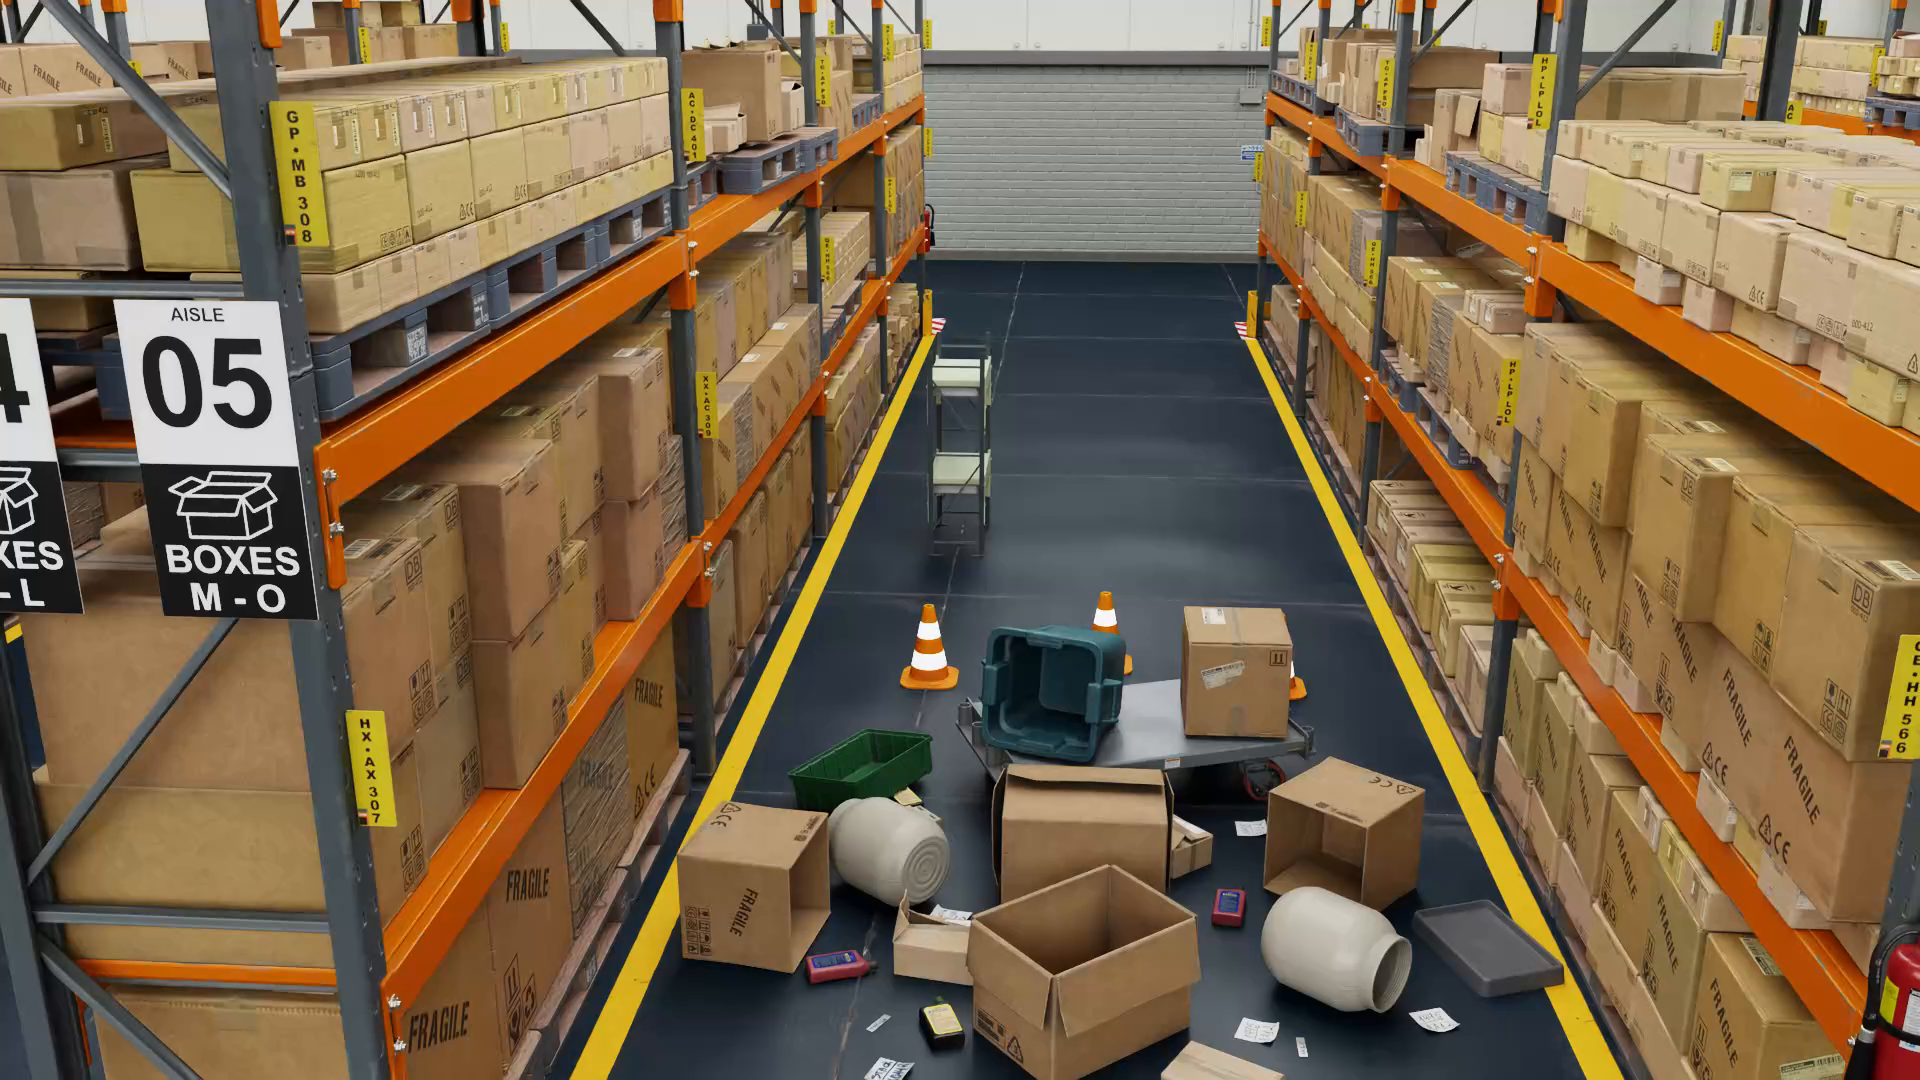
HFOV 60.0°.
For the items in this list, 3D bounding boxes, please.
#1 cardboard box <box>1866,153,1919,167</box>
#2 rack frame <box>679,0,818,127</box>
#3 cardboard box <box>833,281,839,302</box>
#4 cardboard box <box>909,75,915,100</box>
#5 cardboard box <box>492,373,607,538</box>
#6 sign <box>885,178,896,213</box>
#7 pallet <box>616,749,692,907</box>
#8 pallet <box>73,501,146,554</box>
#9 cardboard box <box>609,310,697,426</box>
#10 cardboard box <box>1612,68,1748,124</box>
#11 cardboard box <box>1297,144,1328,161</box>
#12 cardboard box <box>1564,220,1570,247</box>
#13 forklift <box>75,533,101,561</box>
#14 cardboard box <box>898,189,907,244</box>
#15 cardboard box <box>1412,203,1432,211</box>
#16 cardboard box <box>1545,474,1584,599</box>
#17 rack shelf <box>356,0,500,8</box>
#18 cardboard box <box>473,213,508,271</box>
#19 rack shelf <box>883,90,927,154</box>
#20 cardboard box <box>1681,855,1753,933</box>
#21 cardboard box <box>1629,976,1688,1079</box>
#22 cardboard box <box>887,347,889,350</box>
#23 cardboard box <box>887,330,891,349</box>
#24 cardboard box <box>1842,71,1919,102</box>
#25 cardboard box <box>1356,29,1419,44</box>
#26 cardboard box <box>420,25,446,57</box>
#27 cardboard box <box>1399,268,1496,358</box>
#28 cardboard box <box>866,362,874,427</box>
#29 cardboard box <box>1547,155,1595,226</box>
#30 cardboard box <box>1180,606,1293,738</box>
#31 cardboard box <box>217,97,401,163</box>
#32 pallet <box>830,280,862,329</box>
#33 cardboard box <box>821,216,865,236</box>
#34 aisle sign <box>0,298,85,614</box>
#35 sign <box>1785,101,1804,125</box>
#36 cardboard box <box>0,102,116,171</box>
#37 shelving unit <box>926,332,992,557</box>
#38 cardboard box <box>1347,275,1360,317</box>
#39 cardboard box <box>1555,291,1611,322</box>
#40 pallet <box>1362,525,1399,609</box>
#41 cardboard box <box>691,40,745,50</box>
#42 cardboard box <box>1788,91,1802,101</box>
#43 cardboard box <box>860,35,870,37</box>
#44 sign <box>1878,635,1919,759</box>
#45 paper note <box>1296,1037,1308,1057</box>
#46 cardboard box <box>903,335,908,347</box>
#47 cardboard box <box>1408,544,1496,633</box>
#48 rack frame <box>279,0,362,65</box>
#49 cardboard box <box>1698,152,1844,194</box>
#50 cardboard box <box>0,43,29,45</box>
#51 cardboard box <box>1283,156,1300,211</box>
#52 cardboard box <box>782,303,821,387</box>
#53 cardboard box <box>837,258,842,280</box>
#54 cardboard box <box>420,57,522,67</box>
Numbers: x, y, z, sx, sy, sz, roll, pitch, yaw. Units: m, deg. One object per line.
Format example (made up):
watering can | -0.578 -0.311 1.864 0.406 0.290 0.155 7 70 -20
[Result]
cardboard box | 3.341 -1.236 5.683 0.380 0.149 0.250 2 18 5
rack frame | -1.496 -4.310 11.126 1.000 3.000 0.127 1 18 4
cardboard box | -1.190 -2.008 13.462 0.380 0.149 0.250 2 18 6
cardboard box | -0.770 -4.839 17.796 0.500 0.250 0.500 2 18 6
cardboard box | -1.943 -0.350 6.698 0.875 0.550 0.550 1 18 4
sign | -0.656 -3.241 15.636 0.100 0.325 0.005 1 18 4
pallet | -1.916 1.342 7.987 1.003 0.211 1.213 1 18 4
pallet | -6.494 -0.034 12.187 1.003 0.211 1.213 1 18 4
cardboard box | -1.753 -0.894 8.568 0.700 0.500 0.500 1 18 3
cardboard box | 3.629 -2.257 8.440 0.500 0.250 0.500 1 18 3
cardboard box | 3.577 -3.871 16.610 0.380 0.149 0.250 1 18 3
cardboard box | 2.892 -1.352 7.317 0.380 0.149 0.250 1 18 3
forklift | -4.874 -1.314 11.726 3.031 2.935 1.130 -10 21 -27
cardboard box | -0.822 -3.348 17.186 0.500 0.500 0.500 1 18 3
cardboard box | 3.806 -2.365 13.058 0.500 0.500 0.500 2 18 5
cardboard box | 2.839 -0.040 7.090 0.500 0.500 0.500 1 18 4
rack shelf | -6.006 -5.784 17.421 1.077 0.370 4.000 1 18 4
cardboard box | -1.653 -0.941 5.228 0.380 0.149 0.250 1 18 4
rack shelf | -1.066 -4.406 17.392 1.077 0.370 4.000 1 18 4
cardboard box | 2.631 1.177 5.510 0.380 0.149 0.250 2 18 6
cardboard box | 2.709 1.794 5.873 0.500 0.250 0.500 1 18 4
cardboard box | -0.932 -2.034 17.240 0.380 0.149 0.250 0 18 1
cardboard box | -0.899 -2.016 16.706 0.380 0.149 0.250 2 18 7
cardboard box | 8.471 -4.164 15.259 0.500 0.250 0.500 1 18 4
cardboard box | 3.987 -4.521 15.589 0.500 0.500 0.500 2 18 5
cardboard box | -5.996 -5.310 17.997 0.700 0.500 0.500 0 18 0
cardboard box | 3.155 -1.472 10.786 0.500 0.500 0.500 2 18 7
cardboard box | -1.048 -1.319 14.970 0.500 0.500 0.500 1 18 3
cardboard box | 2.857 -1.503 7.138 0.500 0.250 0.500 1 18 3
cardboard box | 1.384 0.660 8.391 0.500 0.500 0.500 1 18 4
cardboard box | -1.709 -1.081 4.376 0.380 0.149 0.250 1 18 4
pallet | -1.395 -1.984 13.969 1.003 0.211 1.213 1 18 4
cardboard box | -1.062 -2.852 15.084 0.380 0.149 0.250 1 18 2
aisle sign | -2.374 -0.195 4.025 0.394 0.787 0.004 1 18 4
sign | 3.703 -1.799 7.450 0.100 0.325 0.005 1 18 4
cardboard box | -2.384 -1.019 4.186 0.380 0.149 0.250 1 18 4
shelving unit | 0.000 -0.711 12.183 0.431 1.500 0.755 1 18 4
cardboard box | 3.263 -1.862 12.726 0.500 0.250 0.500 1 18 2
cardboard box | 3.523 -1.313 9.257 0.380 0.149 0.250 2 18 7
pallet | 3.391 0.187 11.512 1.003 0.211 1.213 1 18 4
cardboard box | -1.726 -3.428 11.859 0.396 0.266 0.258 1 18 4
cardboard box | 8.498 -4.416 16.669 0.380 0.149 0.250 2 18 5
cardboard box | -1.209 -5.551 18.527 0.380 0.149 0.250 2 18 6
sign | 2.323 0.385 4.063 0.100 0.325 0.005 1 18 4
paper note | 1.321 1.959 6.427 0.032 0.001 0.123 1 18 4
cardboard box | -0.775 -2.216 18.274 0.380 0.149 0.250 2 18 5
cardboard box | 3.293 0.309 10.209 0.950 0.372 0.625 2 18 6
rack frame | -6.149 -5.695 15.351 1.000 3.000 0.127 1 18 4
cardboard box | 2.784 -1.248 5.719 0.380 0.149 0.250 2 18 5
cardboard box | -6.726 -3.172 11.505 0.500 0.500 0.500 1 18 4
cardboard box | 3.565 -3.614 16.868 0.500 0.500 0.500 2 18 5
cardboard box | -1.261 -1.361 11.599 0.500 0.500 0.500 1 18 4
cardboard box | -1.170 -2.227 13.652 0.380 0.149 0.250 1 18 3
cardboard box | -2.148 -2.044 7.313 0.380 0.149 0.250 1 18 4
